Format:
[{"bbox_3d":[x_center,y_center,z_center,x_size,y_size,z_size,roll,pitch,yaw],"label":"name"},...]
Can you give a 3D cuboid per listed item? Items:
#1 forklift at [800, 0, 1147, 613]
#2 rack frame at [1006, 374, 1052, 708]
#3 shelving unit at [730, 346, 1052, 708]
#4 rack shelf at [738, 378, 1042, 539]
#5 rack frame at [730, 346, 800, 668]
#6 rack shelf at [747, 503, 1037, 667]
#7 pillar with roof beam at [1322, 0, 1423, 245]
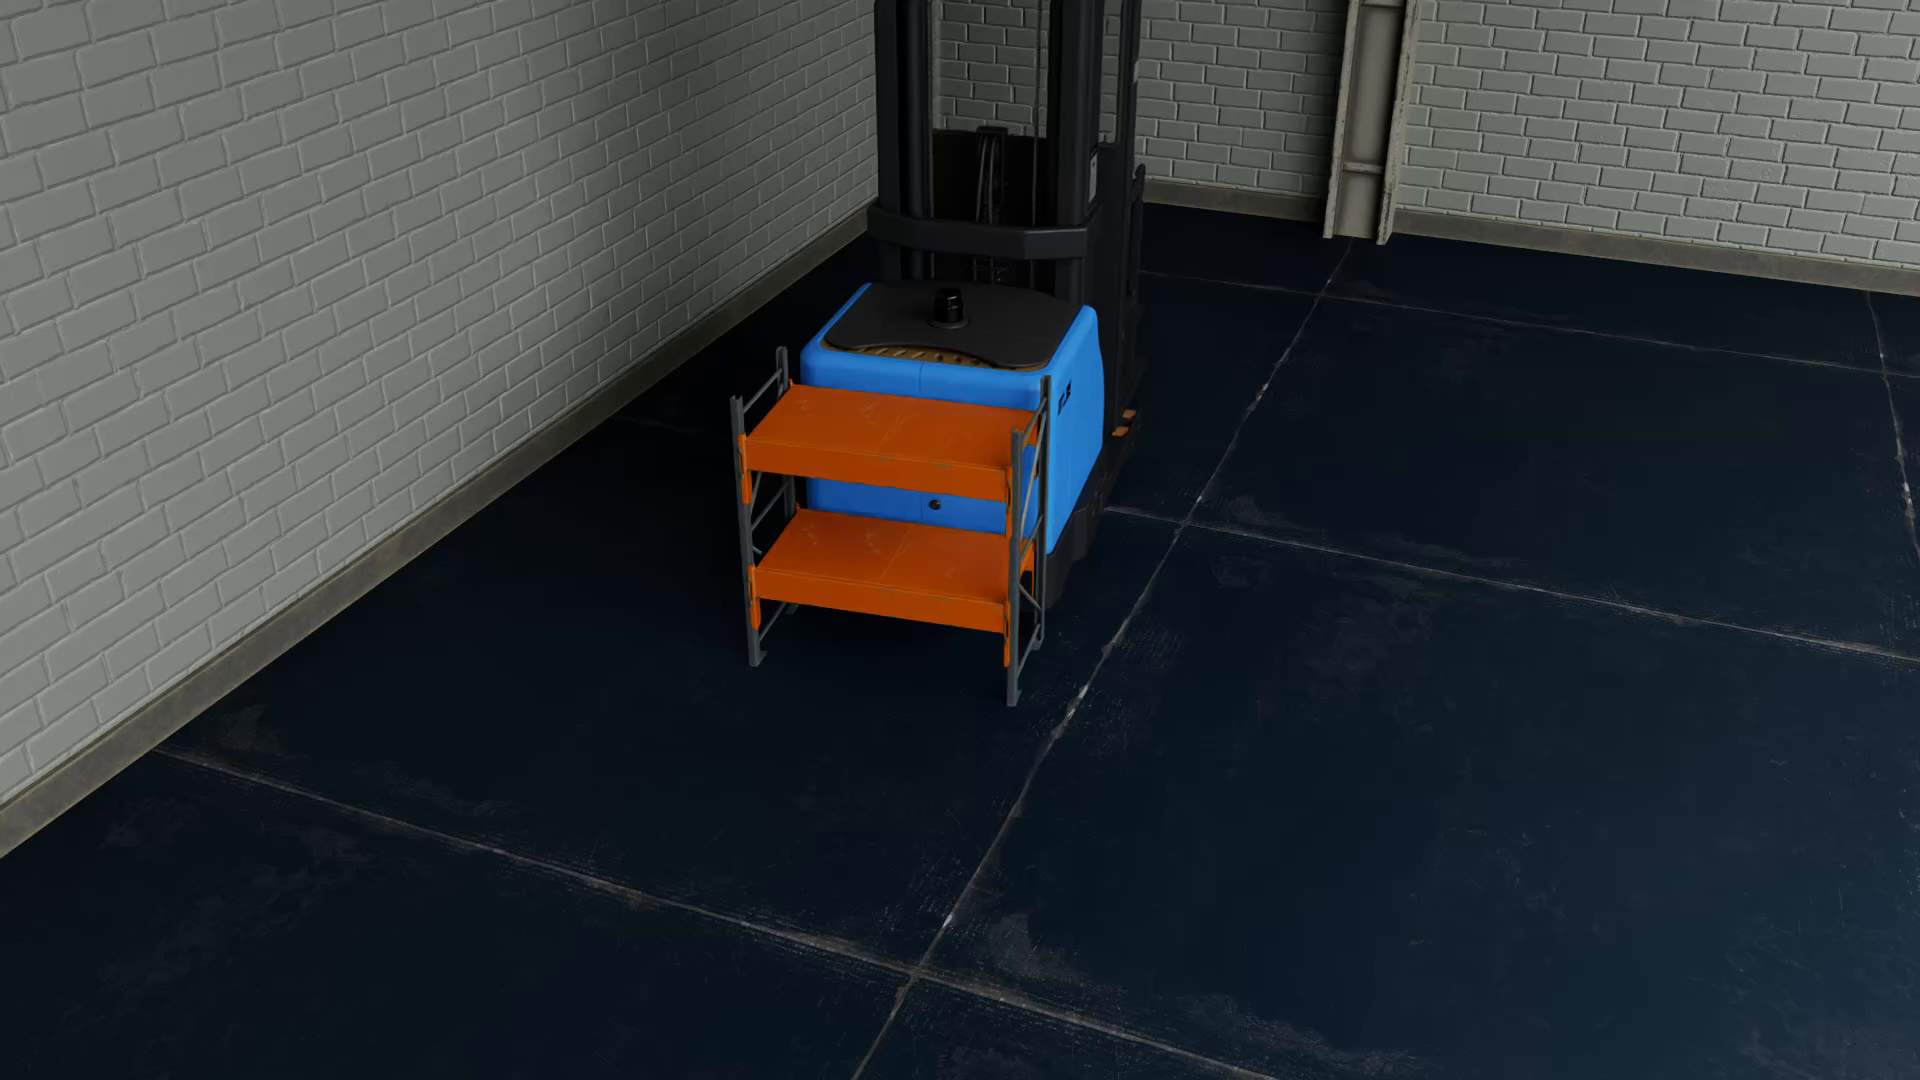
[{"bbox_3d":[0.260,-1.699,7.276,1.130,2.935,3.031,8,30,14],"label":"forklift"},{"bbox_3d":[0.252,0.010,6.089,0.032,1.125,0.500,8,30,13],"label":"rack frame"},{"bbox_3d":[-0.238,-0.055,6.204,1.048,1.125,0.538,8,30,13],"label":"shelving unit"},{"bbox_3d":[-0.238,-0.310,6.060,1.000,0.278,0.538,8,30,13],"label":"rack shelf"},{"bbox_3d":[-0.729,-0.120,6.319,0.032,1.125,0.500,8,30,13],"label":"rack frame"},{"bbox_3d":[-0.238,0.158,6.324,1.000,0.278,0.538,8,30,13],"label":"rack shelf"},{"bbox_3d":[0.952,-3.935,5.067,0.400,9.000,9.100,11,31,19],"label":"pillar with roof beam"}]
